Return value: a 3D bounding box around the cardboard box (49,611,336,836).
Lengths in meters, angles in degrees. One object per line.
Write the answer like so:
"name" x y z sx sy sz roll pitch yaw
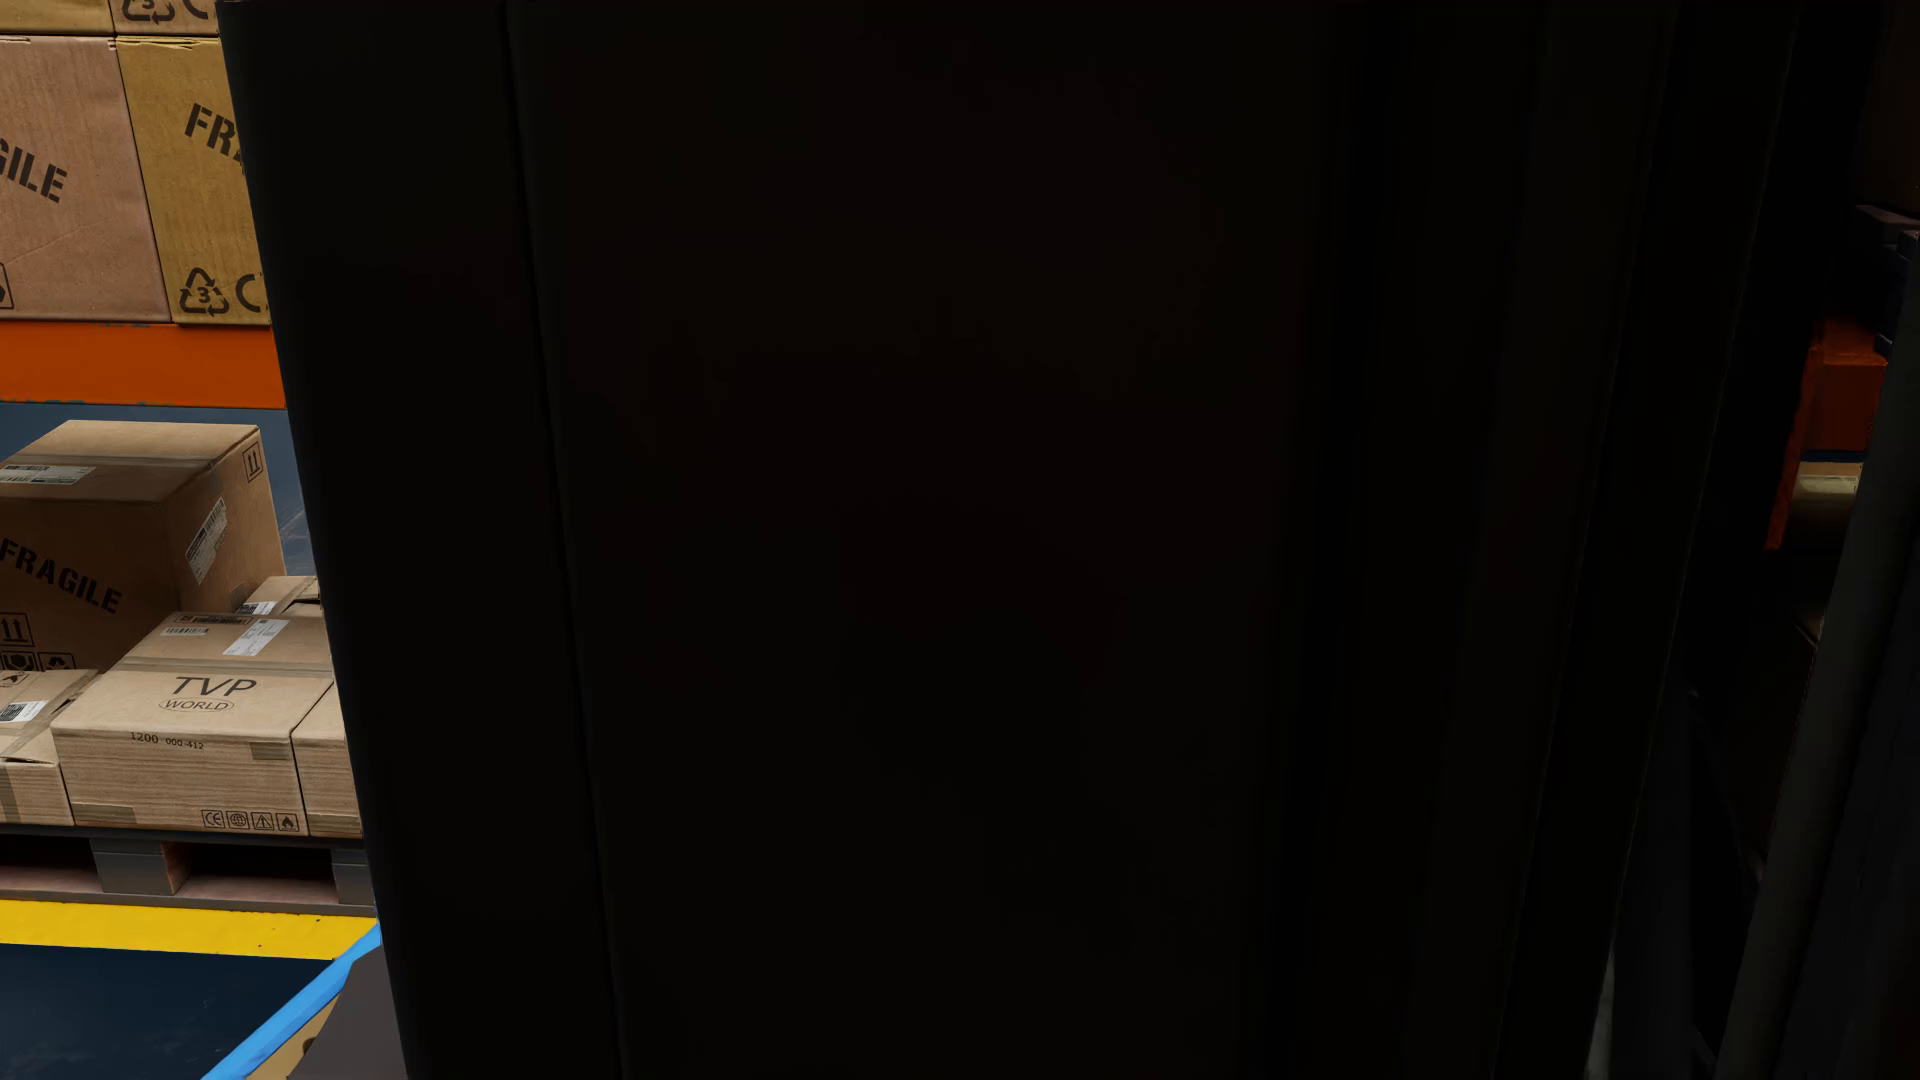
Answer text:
"cardboard box" -1.561 0.384 3.590 0.500 0.250 0.500 2 25 4

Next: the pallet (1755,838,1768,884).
"pallet" 2.223 0.588 3.719 1.213 0.211 1.003 2 25 4

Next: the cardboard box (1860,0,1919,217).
"cardboard box" 1.864 -0.817 2.814 0.500 0.500 0.700 -6 25 -14

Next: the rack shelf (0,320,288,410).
"rack shelf" -0.585 -0.426 3.448 4.000 0.370 1.077 2 25 4

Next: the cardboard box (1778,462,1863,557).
"cardboard box" 1.923 0.143 3.814 0.500 0.500 0.500 2 25 4

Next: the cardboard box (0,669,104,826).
"cardboard box" -1.939 0.435 3.579 0.250 0.166 0.380 2 25 4

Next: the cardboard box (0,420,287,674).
"cardboard box" -2.018 0.034 4.053 0.500 0.500 0.500 2 25 4

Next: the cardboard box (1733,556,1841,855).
"cardboard box" 1.872 0.364 3.335 0.500 0.500 0.500 1 25 2

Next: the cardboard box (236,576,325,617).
"cardboard box" -1.622 0.236 4.013 0.250 0.166 0.380 2 25 4

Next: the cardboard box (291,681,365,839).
"cardboard box" -1.062 0.400 3.555 0.500 0.250 0.500 2 25 4

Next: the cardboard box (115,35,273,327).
"cardboard box" -1.142 -0.707 3.077 0.500 0.500 0.500 2 25 4

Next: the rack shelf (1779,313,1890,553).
"rack shelf" 3.403 -0.298 3.170 4.000 0.370 1.077 2 25 4

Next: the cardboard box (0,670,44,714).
"cardboard box" -2.188 0.435 3.600 0.250 0.149 0.380 2 25 4

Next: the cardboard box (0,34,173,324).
"cardboard box" -1.642 -0.724 3.115 0.500 0.500 0.500 2 25 3

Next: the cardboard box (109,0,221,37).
"cardboard box" -1.137 -1.161 2.868 0.500 0.500 0.500 2 25 5

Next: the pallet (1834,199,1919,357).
"pallet" 2.197 -0.531 3.044 1.213 0.211 1.003 2 25 4

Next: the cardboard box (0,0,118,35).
"cardboard box" -1.635 -1.179 2.908 0.500 0.500 0.500 2 25 5

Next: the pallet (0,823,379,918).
"pallet" -1.709 0.478 3.960 1.213 0.211 1.003 2 25 4
